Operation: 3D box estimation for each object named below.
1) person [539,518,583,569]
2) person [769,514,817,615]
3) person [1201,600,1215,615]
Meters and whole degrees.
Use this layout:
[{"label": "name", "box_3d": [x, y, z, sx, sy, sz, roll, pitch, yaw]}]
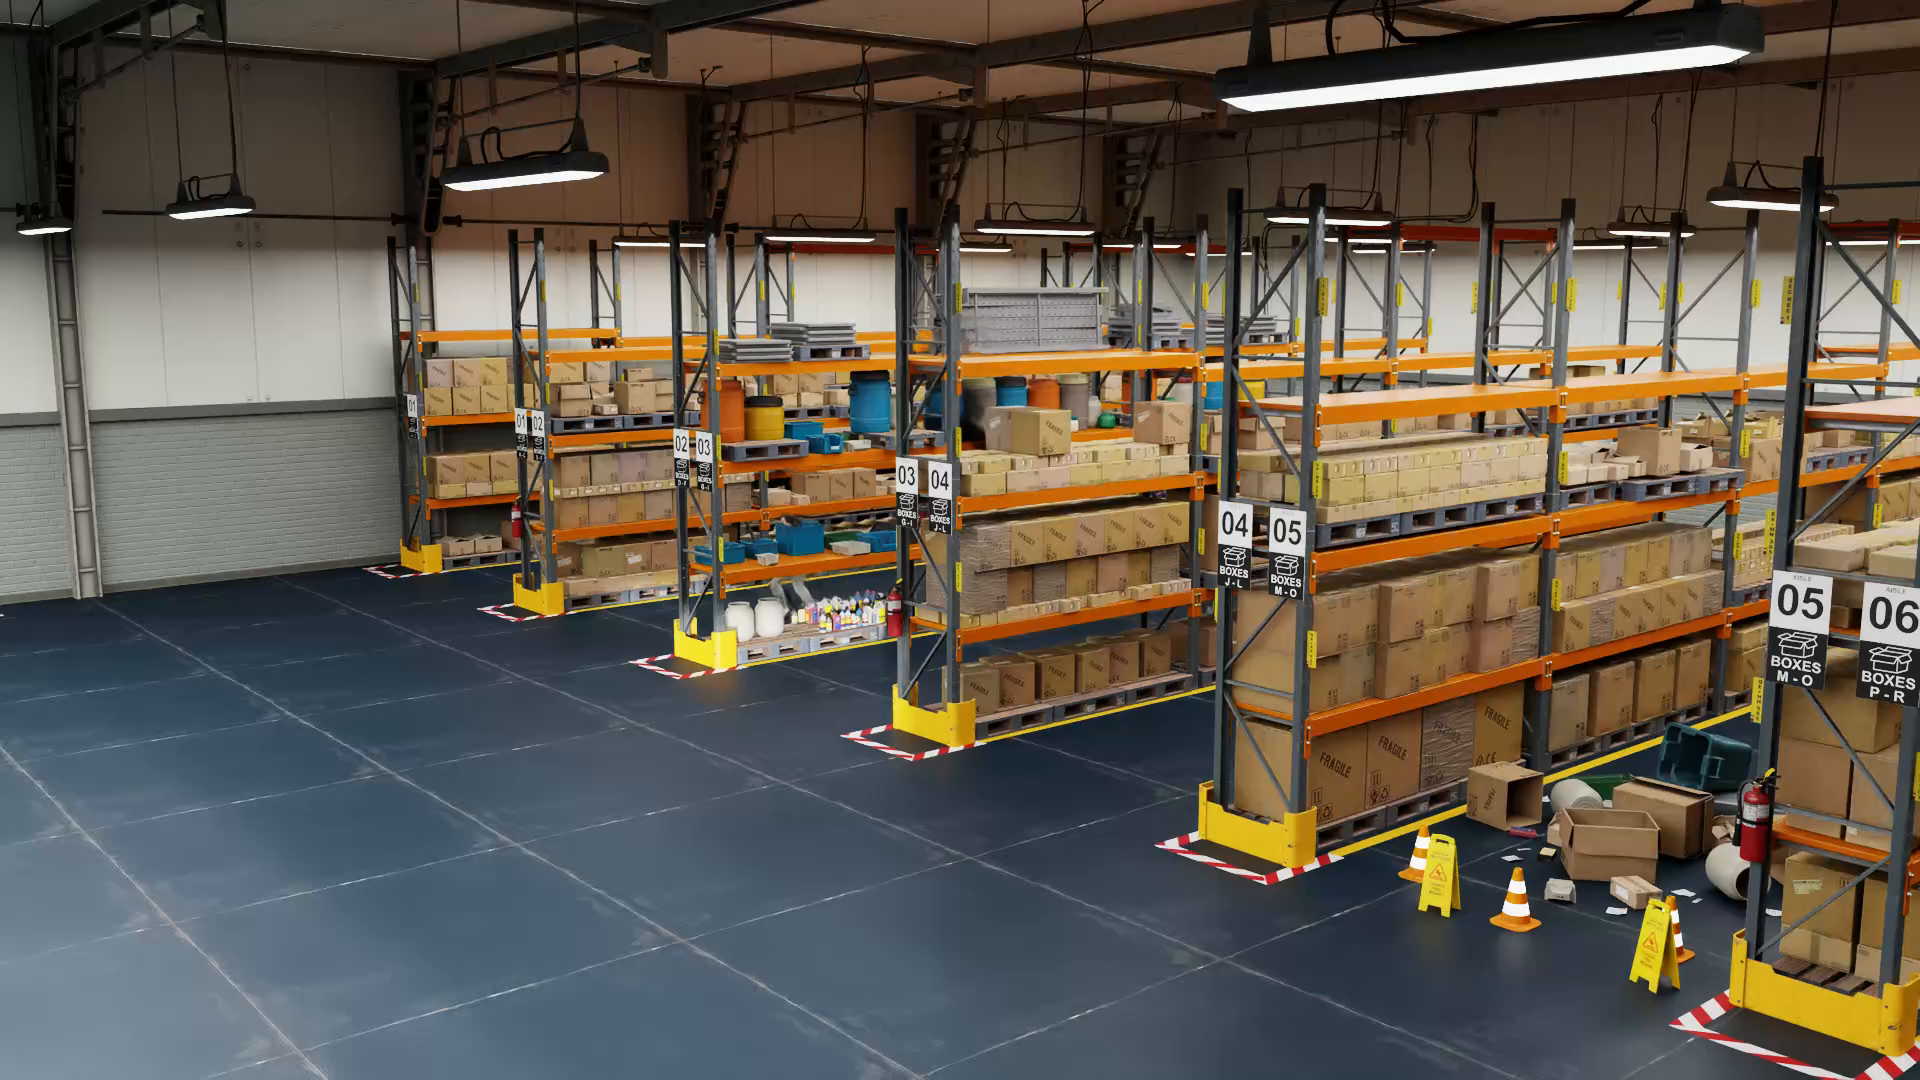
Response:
[{"label": "person", "box_3d": [-6.794, -0.089, 28.604, 0.926, 1.847, 0.670, -8, 12, -43]}, {"label": "person", "box_3d": [-2.551, 0.429, 25.571, 0.830, 1.690, 0.586, -6, 10, -33]}, {"label": "person", "box_3d": [3.677, 0.413, 25.257, 0.890, 1.796, 0.640, -8, 12, -42]}]
